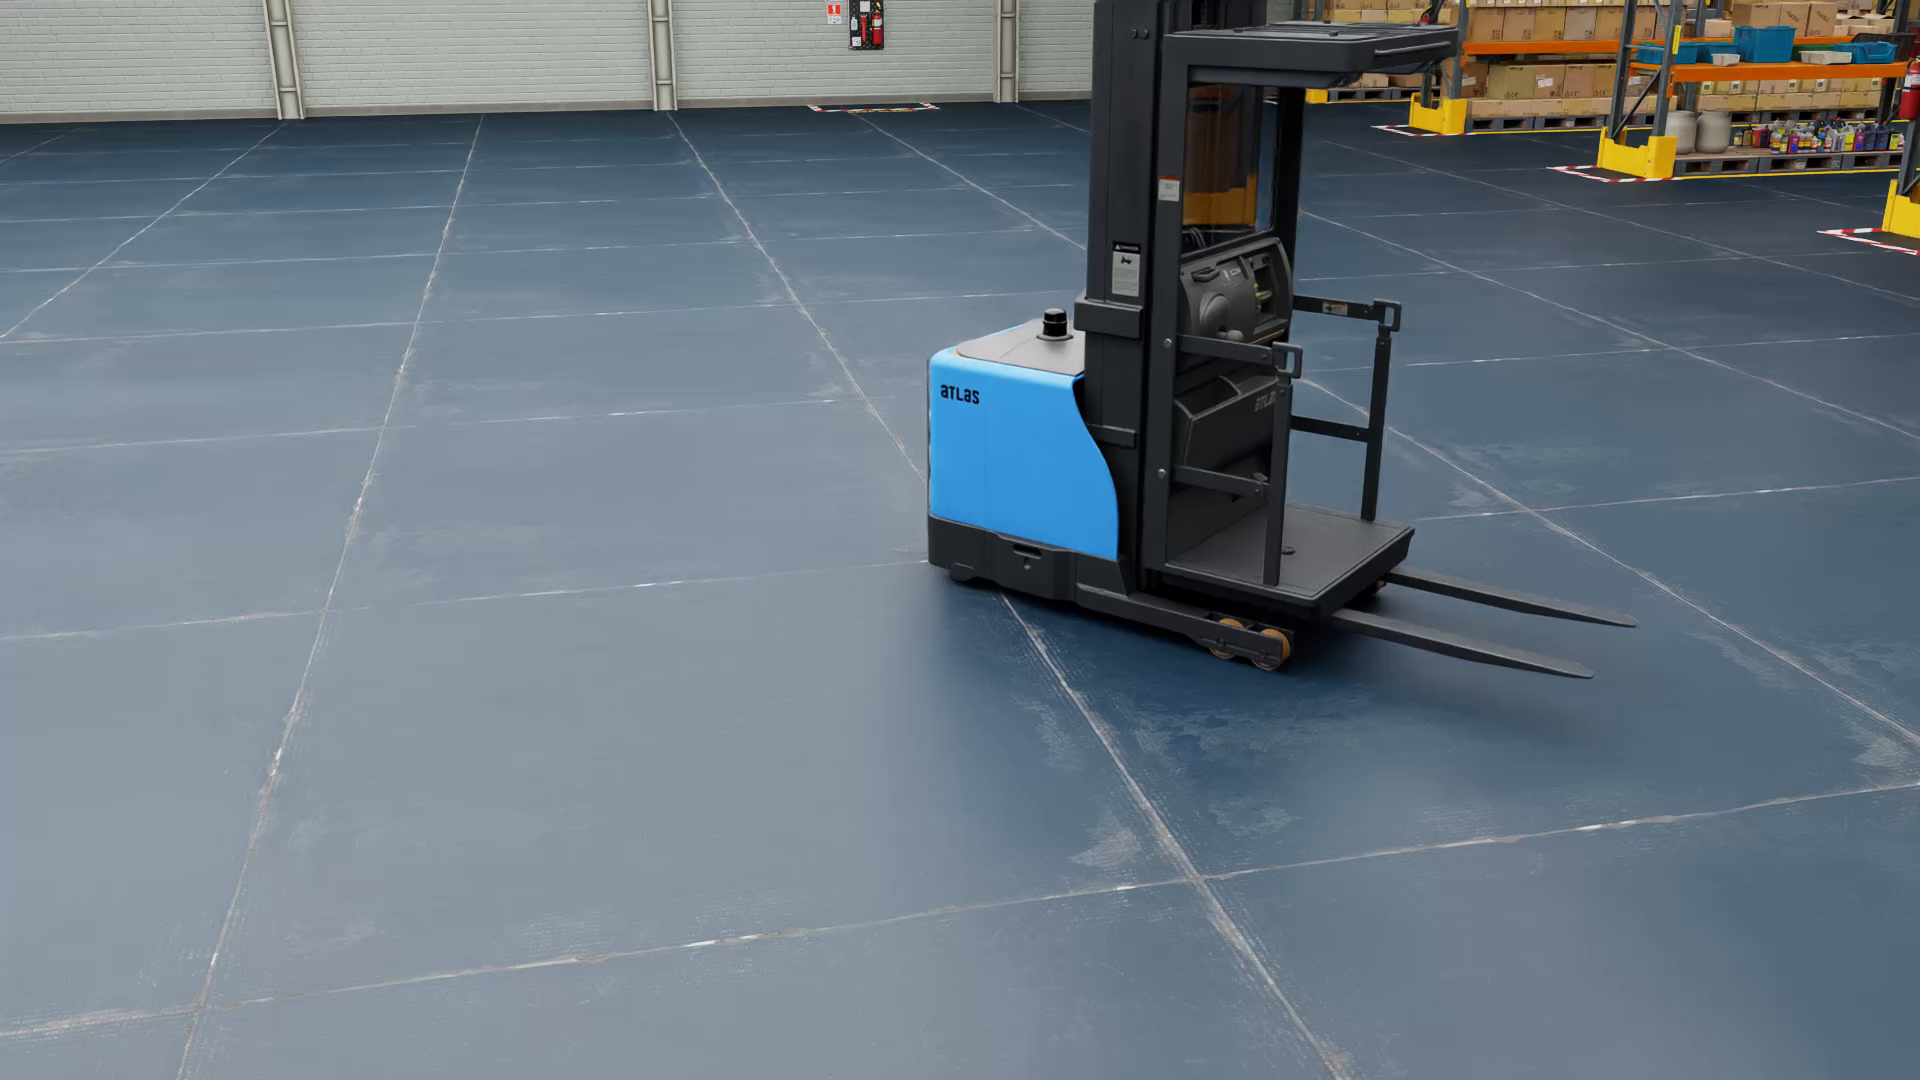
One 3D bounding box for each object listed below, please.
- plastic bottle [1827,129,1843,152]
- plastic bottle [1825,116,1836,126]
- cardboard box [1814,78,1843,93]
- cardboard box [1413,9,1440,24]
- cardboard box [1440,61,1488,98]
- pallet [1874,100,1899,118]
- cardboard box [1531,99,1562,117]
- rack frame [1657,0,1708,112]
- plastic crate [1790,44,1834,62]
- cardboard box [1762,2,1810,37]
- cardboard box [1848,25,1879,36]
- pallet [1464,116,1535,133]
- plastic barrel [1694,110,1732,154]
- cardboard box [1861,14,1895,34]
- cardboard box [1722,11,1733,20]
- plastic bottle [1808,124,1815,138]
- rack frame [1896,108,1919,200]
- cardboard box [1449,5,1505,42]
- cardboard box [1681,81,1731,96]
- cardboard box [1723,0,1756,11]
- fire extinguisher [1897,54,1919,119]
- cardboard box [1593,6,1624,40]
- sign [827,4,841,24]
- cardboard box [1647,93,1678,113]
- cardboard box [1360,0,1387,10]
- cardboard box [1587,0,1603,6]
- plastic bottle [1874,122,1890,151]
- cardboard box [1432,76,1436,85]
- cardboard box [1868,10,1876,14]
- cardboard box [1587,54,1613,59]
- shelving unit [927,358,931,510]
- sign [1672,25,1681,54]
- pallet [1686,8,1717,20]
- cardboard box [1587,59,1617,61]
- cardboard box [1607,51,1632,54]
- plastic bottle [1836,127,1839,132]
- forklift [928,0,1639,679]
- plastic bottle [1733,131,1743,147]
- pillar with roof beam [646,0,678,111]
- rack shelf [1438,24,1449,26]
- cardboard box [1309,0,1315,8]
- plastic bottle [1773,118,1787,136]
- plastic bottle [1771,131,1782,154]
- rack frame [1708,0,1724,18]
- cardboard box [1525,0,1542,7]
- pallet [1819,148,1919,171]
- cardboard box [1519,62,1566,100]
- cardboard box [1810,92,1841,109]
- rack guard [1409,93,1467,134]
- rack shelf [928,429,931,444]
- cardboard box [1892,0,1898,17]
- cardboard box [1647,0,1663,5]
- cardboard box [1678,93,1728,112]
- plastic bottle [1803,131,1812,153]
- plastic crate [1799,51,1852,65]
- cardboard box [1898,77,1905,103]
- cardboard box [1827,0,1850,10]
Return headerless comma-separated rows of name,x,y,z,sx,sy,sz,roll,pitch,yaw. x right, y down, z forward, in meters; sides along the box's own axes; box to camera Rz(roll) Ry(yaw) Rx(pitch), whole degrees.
plastic bottle,11.122,-5.085,21.155,0.135,0.276,0.152,-4,21,-11
plastic bottle,11.461,-5.395,21.892,0.185,0.351,0.144,-4,21,-11
cardboard box,13.649,-7.295,26.440,0.500,0.311,0.500,-5,21,-13
cardboard box,8.209,-9.351,29.670,0.500,0.250,0.500,-4,21,-12
cardboard box,7.767,-7.099,25.629,0.500,0.500,0.500,-5,21,-12
pallet,15.834,-7.069,27.305,1.213,0.211,1.003,-5,21,-12
cardboard box,8.859,-6.653,25.502,0.500,0.250,0.500,-5,21,-12
rack frame,11.206,-8.015,25.834,0.127,3.000,1.000,-5,21,-12
plastic crate,10.956,-6.244,21.308,0.662,0.188,0.450,-5,21,-12
cardboard box,12.957,-8.199,26.190,0.500,0.500,0.500,-5,21,-12
cardboard box,14.287,-8.050,26.295,0.250,0.149,0.380,-5,21,-12
pallet,8.048,-6.464,25.653,1.213,0.211,1.003,-5,21,-12
plastic barrel,9.560,-5.187,21.119,0.421,0.512,0.421,0,20,0
cardboard box,14.735,-8.276,26.675,0.500,0.311,0.500,-3,20,-9
cardboard box,14.329,-9.830,31.123,0.250,0.149,0.380,-5,21,-13
plastic bottle,11.143,-5.318,21.799,0.097,0.271,0.097,0,20,0
rack frame,9.589,-4.382,15.917,0.127,3.000,1.000,-5,21,-12
cardboard box,7.771,-7.778,25.042,0.500,0.500,0.700,-5,21,-12
cardboard box,11.665,-7.134,26.000,0.500,0.311,0.500,-5,21,-12
cardboard box,14.487,-10.138,31.023,0.500,0.500,0.500,-4,21,-11
fire extinguisher,9.372,-4.491,16.326,0.183,0.674,0.296,-5,21,-12
cardboard box,9.775,-7.942,25.491,0.500,0.500,0.700,-4,21,-12
sign,-2.163,-9.051,28.610,0.234,0.329,0.001,-5,21,-12
cardboard box,10.805,-6.811,25.935,0.500,0.250,0.500,-5,21,-12
cardboard box,7.187,-9.620,29.315,0.500,0.500,0.500,-5,21,-12
cardboard box,9.497,-8.151,25.118,0.250,0.149,0.380,-4,20,-11
plastic bottle,11.782,-5.172,21.284,0.185,0.351,0.144,-5,21,-14
cardboard box,8.501,-8.421,30.447,0.250,0.149,0.380,-6,21,-17
cardboard box,17.344,-10.048,31.720,0.250,0.149,0.380,-4,21,-11
cardboard box,11.772,-8.854,31.119,0.500,0.500,0.700,-4,21,-12
shelving unit,-0.035,-0.435,8.193,0.210,0.900,0.258,-4,21,-12
sign,8.572,-5.986,19.891,0.005,0.325,0.100,-5,21,-12
pallet,13.286,-9.807,31.006,1.003,0.211,1.213,-5,21,-12
cardboard box,10.198,-7.299,26.176,0.500,0.500,0.500,-5,21,-12
cardboard box,12.198,-9.234,31.065,0.500,0.250,0.500,-5,21,-13
plastic bottle,11.232,-5.132,21.273,0.133,0.283,0.061,-5,21,-12
forklift,1.341,-1.047,6.912,3.031,2.935,1.130,14,24,33
plastic bottle,10.136,-5.225,21.646,0.097,0.201,0.097,0,20,0
pillar with roof beam,-4.035,-10.127,22.879,0.400,9.000,9.100,-5,21,-12
rack shelf,8.116,-9.177,30.051,4.000,0.370,1.077,-5,21,-12
cardboard box,6.580,-9.756,29.685,0.500,0.500,0.500,-5,21,-13
plastic bottle,10.683,-5.331,21.719,0.185,0.351,0.144,-4,20,-10
plastic bottle,10.286,-5.005,20.943,0.097,0.271,0.097,0,20,0
rack frame,13.955,-9.990,31.224,0.127,3.000,1.000,-5,21,-12
cardboard box,8.490,-8.069,24.894,0.250,0.149,0.380,-5,21,-13
pallet,11.679,-5.008,21.680,1.213,0.211,1.003,-5,21,-12
cardboard box,8.856,-7.009,25.384,0.500,0.500,0.500,-5,21,-12
cardboard box,13.652,-7.034,26.542,0.500,0.250,0.500,-4,21,-11
rack guard,7.290,-6.523,25.395,0.348,0.500,1.175,-5,21,-12
rack shelf,-0.035,-0.488,8.173,0.200,0.077,0.258,-4,21,-12
cardboard box,18.379,-10.484,32.139,0.700,0.700,0.980,-4,21,-12
cardboard box,10.495,-8.233,25.340,0.250,0.149,0.380,-5,21,-14
cardboard box,11.655,-6.870,26.096,0.500,0.250,0.500,-5,21,-14
plastic bottle,10.717,-5.040,21.039,0.097,0.271,0.097,0,20,0
plastic crate,10.820,-6.020,20.770,0.437,0.136,0.530,-5,21,-12
cardboard box,15.607,-7.305,26.890,0.500,0.500,0.500,-4,20,-10
cardboard box,16.471,-10.301,31.467,0.500,0.500,0.500,-5,21,-12
